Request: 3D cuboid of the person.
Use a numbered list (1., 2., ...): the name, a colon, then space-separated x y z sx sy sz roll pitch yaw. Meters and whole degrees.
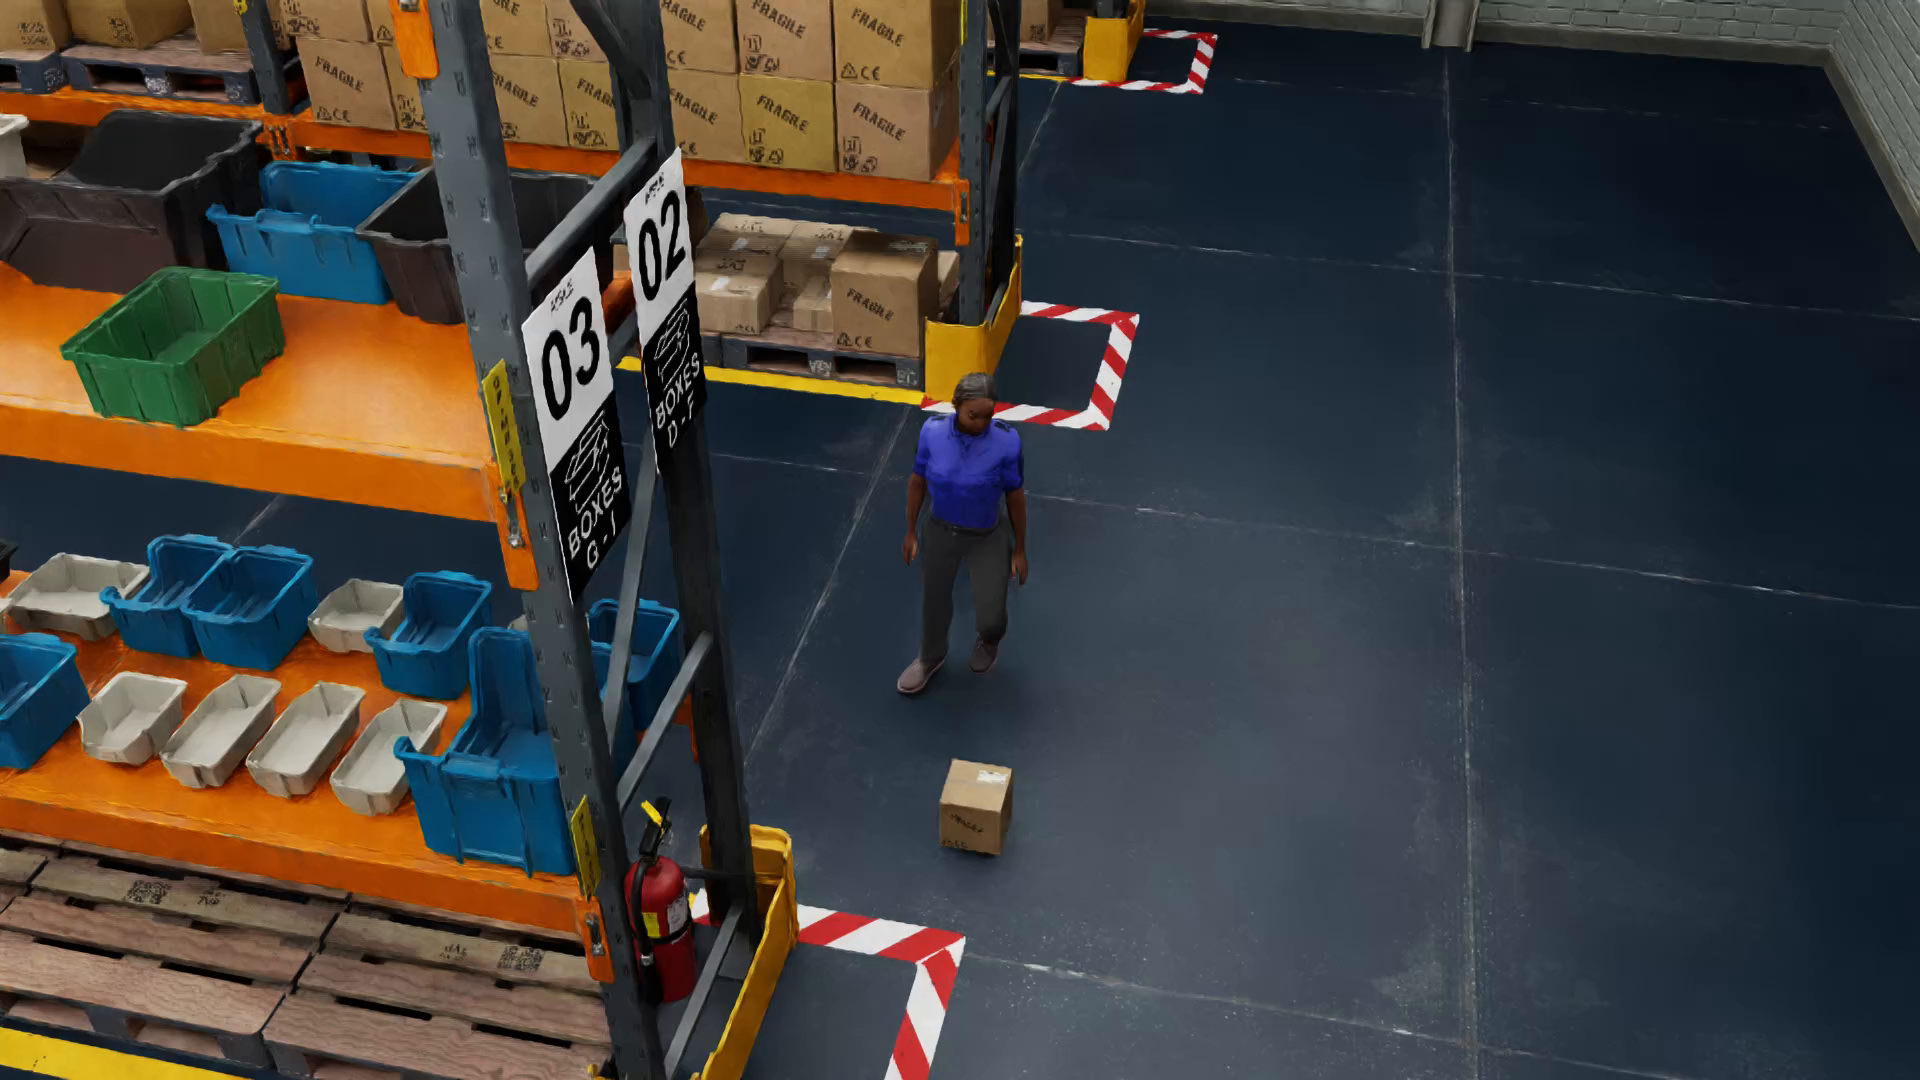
1. person: 0.027 -0.036 6.987 0.570 1.645 0.459 9 38 12
